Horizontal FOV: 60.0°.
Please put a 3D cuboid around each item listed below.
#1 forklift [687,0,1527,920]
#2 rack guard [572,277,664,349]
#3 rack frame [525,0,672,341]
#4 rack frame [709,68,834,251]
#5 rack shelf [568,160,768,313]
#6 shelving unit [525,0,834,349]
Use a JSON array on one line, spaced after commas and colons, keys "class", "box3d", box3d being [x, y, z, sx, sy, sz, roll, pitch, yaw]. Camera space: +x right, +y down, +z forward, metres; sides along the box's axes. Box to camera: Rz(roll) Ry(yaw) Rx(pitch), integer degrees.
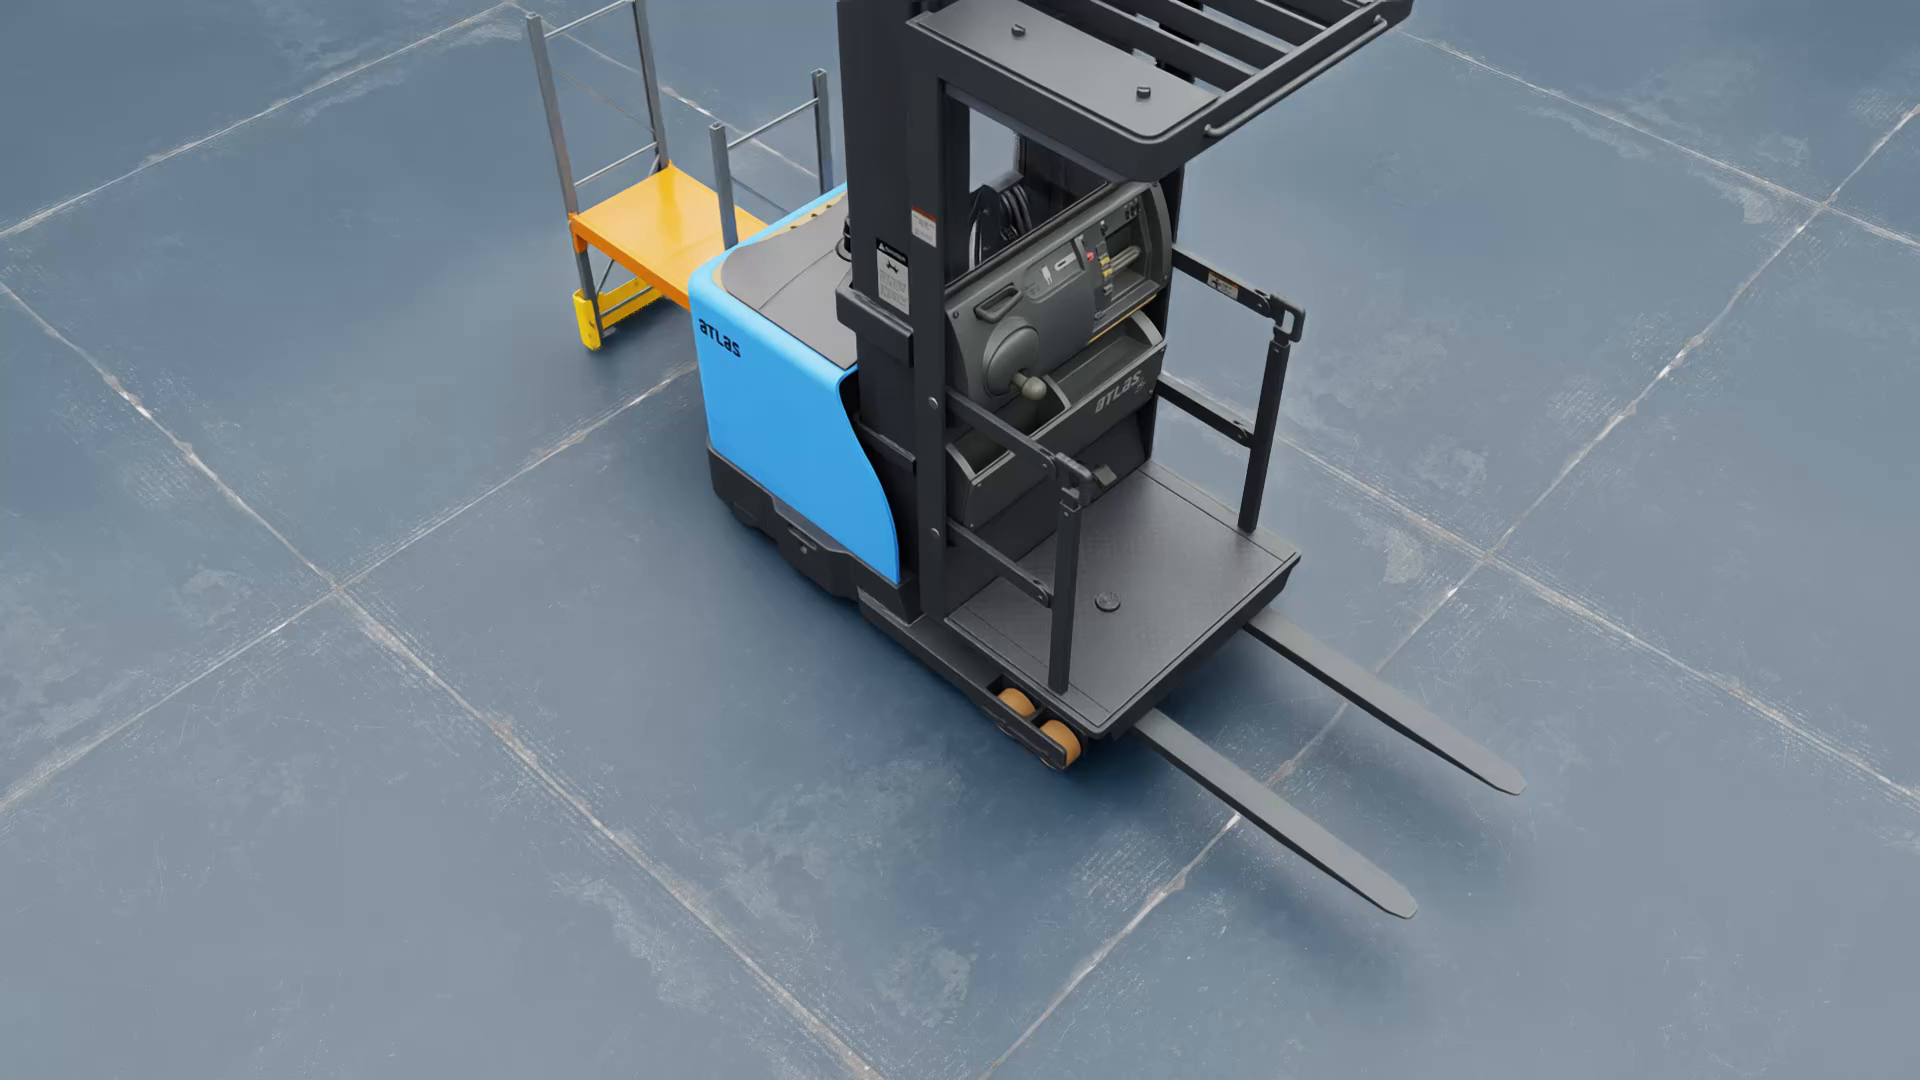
[{"class": "forklift", "box3d": [0.465, -0.675, 4.873, 3.031, 2.935, 1.130, 35, 56, 28]}, {"class": "rack guard", "box3d": [-1.372, -1.058, 7.072, 0.087, 0.250, 0.587, 35, 56, 28]}, {"class": "rack frame", "box3d": [-1.373, -1.486, 6.617, 0.032, 1.500, 0.500, 35, 56, 28]}, {"class": "rack frame", "box3d": [-0.642, -0.971, 6.133, 0.032, 1.500, 0.500, 35, 56, 28]}, {"class": "rack shelf", "box3d": [-1.008, -1.105, 6.506, 1.000, 0.185, 0.538, 35, 56, 28]}, {"class": "shelving unit", "box3d": [-1.014, -1.233, 6.379, 1.083, 1.500, 0.587, 35, 56, 28]}]
